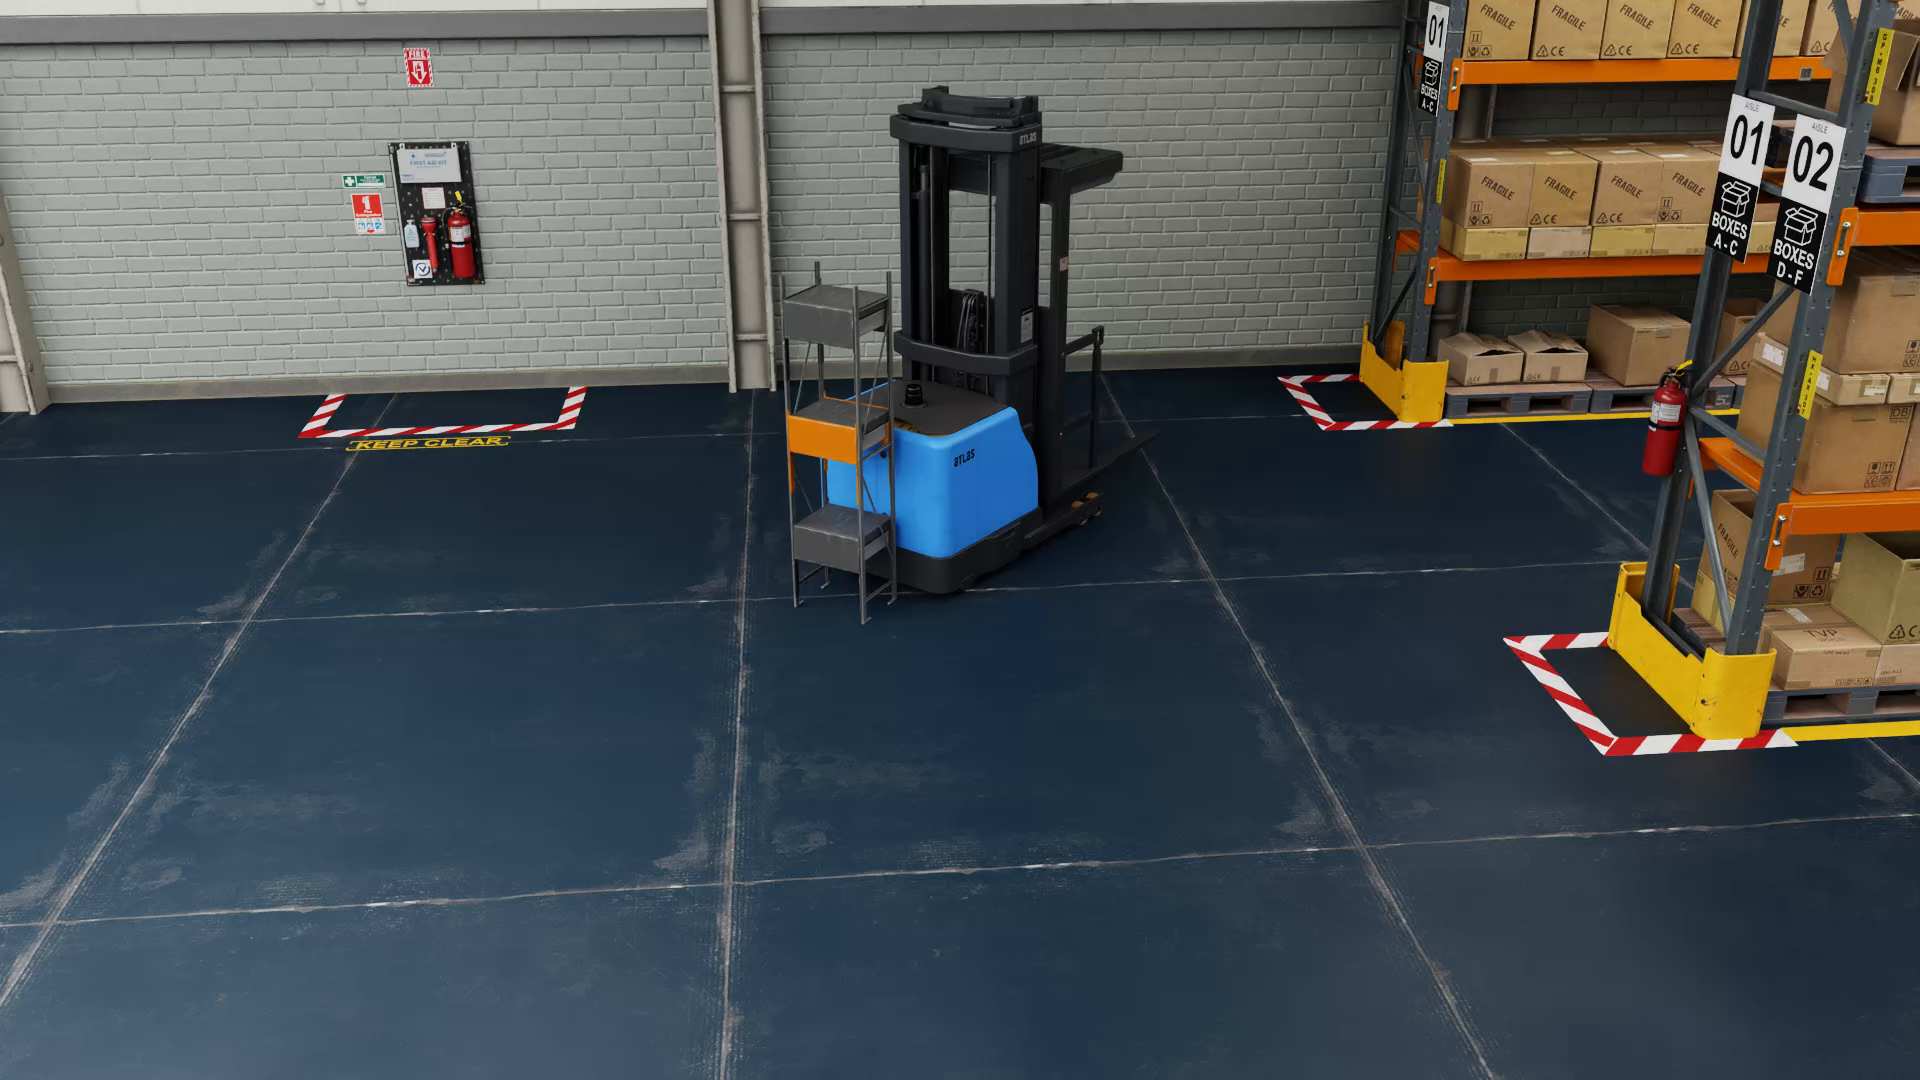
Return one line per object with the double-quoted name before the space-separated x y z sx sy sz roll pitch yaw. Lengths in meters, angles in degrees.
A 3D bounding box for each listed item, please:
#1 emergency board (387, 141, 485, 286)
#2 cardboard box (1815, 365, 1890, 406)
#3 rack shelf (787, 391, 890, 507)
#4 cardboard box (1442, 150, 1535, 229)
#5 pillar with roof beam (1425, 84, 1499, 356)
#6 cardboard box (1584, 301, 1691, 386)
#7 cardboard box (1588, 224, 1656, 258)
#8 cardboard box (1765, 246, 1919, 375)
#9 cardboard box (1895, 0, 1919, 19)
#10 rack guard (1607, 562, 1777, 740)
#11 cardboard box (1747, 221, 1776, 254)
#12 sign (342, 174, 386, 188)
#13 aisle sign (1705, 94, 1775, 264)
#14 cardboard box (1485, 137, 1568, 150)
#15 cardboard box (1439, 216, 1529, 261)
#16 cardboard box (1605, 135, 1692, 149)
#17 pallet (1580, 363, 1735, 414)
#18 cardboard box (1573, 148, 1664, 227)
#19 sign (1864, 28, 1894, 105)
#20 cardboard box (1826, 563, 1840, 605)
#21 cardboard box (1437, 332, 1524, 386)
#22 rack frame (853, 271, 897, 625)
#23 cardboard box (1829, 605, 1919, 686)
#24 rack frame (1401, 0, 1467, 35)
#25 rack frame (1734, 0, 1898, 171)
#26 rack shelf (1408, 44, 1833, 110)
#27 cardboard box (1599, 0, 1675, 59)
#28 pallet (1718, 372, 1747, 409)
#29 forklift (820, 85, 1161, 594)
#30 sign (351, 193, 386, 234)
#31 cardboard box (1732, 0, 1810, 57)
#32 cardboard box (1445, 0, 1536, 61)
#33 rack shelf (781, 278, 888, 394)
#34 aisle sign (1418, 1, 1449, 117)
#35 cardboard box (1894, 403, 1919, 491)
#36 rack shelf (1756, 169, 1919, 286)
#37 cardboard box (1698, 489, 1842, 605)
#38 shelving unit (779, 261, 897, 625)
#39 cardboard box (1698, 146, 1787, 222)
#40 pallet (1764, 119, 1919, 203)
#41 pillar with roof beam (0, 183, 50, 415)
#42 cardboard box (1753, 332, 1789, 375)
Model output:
"emergency board" -4.227 -2.605 13.417 0.643 1.169 0.194 -2 24 -5
"cardboard box" 4.497 -0.819 8.477 0.250 0.149 0.380 -2 24 -6
"rack shelf" -0.711 -0.552 9.939 0.480 0.518 0.431 12 27 26
"cardboard box" 4.100 -2.731 12.938 0.500 0.500 0.500 -2 24 -5
"pillar with roof beam" 4.630 -3.929 9.010 0.400 9.000 9.100 -2 24 -5
"cardboard box" 5.595 -1.632 13.764 0.500 0.500 0.700 -4 24 -8
"cardboard box" 5.135 -2.426 13.175 0.500 0.250 0.500 -3 24 -6
"cardboard box" 4.604 -1.202 8.541 0.500 0.500 0.700 -2 24 -5
"cardboard box" 7.095 -4.015 12.749 0.500 0.500 0.500 -2 24 -4
"rack guard" 4.062 0.595 9.295 0.348 0.500 1.175 -2 24 -5
"cardboard box" 6.138 -2.466 13.265 0.500 0.250 0.500 -2 24 -5
"sign" -4.782 -2.879 13.339 0.331 0.109 0.001 -2 24 -5
"aisle sign" 3.991 -1.852 8.523 0.004 0.787 0.394 -2 24 -5
"cardboard box" 4.545 -2.954 13.440 0.500 0.500 0.500 -2 24 -4
"cardboard box" 4.112 -2.382 13.075 0.500 0.250 0.500 -3 24 -7
"cardboard box" 5.560 -2.997 13.536 0.500 0.500 0.500 -2 24 -4
"pallet" 5.694 -1.344 14.015 1.213 0.211 1.003 -2 24 -5
"cardboard box" 5.107 -2.765 13.014 0.500 0.500 0.500 -3 24 -7
"sign" 4.134 -2.130 7.481 0.005 0.325 0.100 -2 24 -5
"cardboard box" 5.087 0.351 9.635 0.500 0.250 0.500 -2 24 -5
"cardboard box" 4.292 -1.514 13.731 0.500 0.311 0.500 -5 24 -11
"rack frame" -0.496 -0.517 9.829 0.015 2.100 0.400 12 27 26
"cardboard box" 5.138 0.564 9.157 0.500 0.250 0.500 -2 24 -5
"rack frame" 3.595 -5.291 12.075 0.127 3.000 1.000 -2 24 -5
"rack frame" 4.086 -3.289 7.571 0.127 3.000 1.000 -2 24 -5
"rack shelf" 5.585 -3.672 13.010 4.000 0.370 1.077 -2 24 -5
"cardboard box" 5.007 -3.917 12.529 0.500 0.500 0.500 -1 24 -3
"pallet" 6.911 -1.394 14.127 1.213 0.211 1.003 -2 24 -5
"forklift" 0.364 -1.544 11.116 1.130 2.935 3.031 16 29 32
"sign" -4.788 -2.641 13.454 0.234 0.329 0.001 -2 24 -5
"cardboard box" 6.045 -3.963 12.631 0.500 0.500 0.500 -3 24 -7
"cardboard box" 3.952 -3.888 12.463 0.500 0.500 0.500 -2 24 -4
"rack shelf" -0.711 -1.191 9.655 0.480 0.518 0.431 12 27 26
"aisle sign" 3.553 -3.614 12.487 0.004 0.787 0.394 -2 24 -5
"cardboard box" 5.074 -0.630 8.851 0.500 0.500 0.700 -2 24 -4
"rack shelf" 6.076 -1.670 8.506 4.000 0.370 1.077 -2 24 -5
"cardboard box" 4.590 0.032 9.429 0.500 0.500 0.500 -2 24 -5
"shelving unit" -0.711 -0.564 9.934 0.503 2.100 0.431 12 27 26
"cardboard box" 6.137 -2.811 13.118 0.500 0.500 0.500 -3 24 -7
"pallet" 4.792 -1.896 8.238 1.213 0.211 1.003 -2 24 -5
"pillar with roof beam" -7.312 -3.450 7.932 0.400 9.000 9.100 -2 24 -5
"cardboard box" 4.447 -0.982 8.845 0.250 0.149 0.380 -3 24 -6
